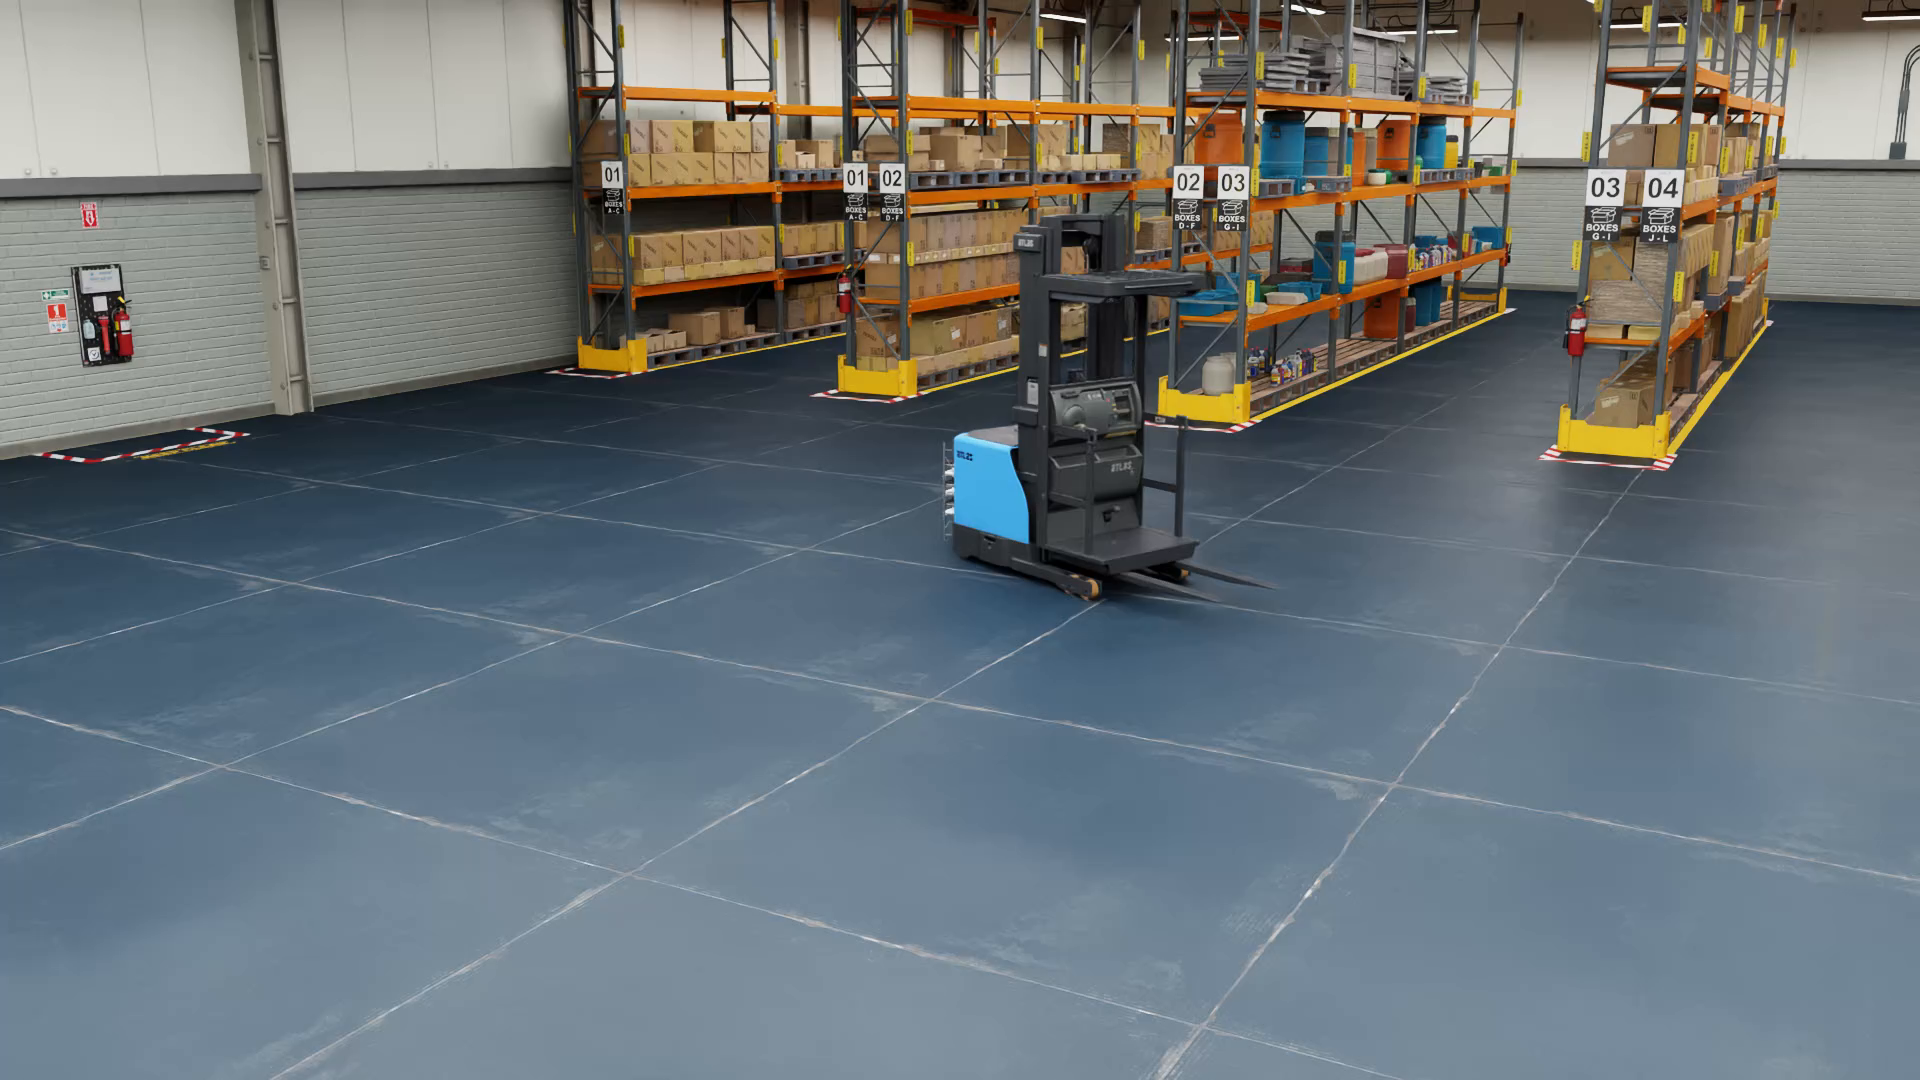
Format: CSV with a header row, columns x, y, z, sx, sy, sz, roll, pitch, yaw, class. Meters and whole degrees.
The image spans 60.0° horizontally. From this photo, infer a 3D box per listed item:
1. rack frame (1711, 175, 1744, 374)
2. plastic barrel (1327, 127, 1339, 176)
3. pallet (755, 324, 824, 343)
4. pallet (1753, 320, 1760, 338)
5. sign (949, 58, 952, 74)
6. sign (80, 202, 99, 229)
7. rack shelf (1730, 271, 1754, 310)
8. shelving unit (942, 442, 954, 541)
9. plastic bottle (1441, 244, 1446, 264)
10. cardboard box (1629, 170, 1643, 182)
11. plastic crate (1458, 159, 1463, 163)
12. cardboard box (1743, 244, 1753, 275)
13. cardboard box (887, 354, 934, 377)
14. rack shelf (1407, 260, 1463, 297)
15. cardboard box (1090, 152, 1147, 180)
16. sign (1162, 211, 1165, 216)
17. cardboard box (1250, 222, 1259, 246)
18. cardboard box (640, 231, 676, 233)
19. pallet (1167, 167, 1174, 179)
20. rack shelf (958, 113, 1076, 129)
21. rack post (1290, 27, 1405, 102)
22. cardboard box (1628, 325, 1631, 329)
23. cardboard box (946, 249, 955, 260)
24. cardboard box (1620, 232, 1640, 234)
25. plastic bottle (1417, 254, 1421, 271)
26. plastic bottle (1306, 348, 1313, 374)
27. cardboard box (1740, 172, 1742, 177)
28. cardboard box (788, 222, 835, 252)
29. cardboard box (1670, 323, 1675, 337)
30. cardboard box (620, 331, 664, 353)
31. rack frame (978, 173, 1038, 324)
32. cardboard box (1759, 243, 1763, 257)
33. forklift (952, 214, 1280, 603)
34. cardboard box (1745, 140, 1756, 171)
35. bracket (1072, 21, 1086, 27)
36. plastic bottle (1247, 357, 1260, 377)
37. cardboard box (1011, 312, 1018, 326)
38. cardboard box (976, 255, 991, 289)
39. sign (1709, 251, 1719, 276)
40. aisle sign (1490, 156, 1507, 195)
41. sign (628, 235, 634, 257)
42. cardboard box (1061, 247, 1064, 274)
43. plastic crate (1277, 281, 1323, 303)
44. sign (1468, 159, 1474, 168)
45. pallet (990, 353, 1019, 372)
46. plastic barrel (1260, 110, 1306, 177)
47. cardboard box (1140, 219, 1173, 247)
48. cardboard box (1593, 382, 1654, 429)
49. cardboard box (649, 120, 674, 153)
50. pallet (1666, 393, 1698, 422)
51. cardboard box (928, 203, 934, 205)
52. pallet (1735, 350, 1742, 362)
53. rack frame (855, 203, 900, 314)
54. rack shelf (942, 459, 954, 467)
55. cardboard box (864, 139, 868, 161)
x,y,z,sx,sy,sz,roll,pitch,yaw,class
11.367,-4.098,25.630,1.000,3.000,0.127,7,15,28,rack frame
5.469,-5.803,25.235,0.600,0.901,0.600,0,14,0,plastic barrel
-3.200,-3.765,30.200,1.003,0.211,1.213,7,15,28,pallet
14.325,-3.961,31.013,1.003,0.211,1.213,7,15,28,pallet
-0.182,-10.117,35.468,0.100,0.325,0.005,7,15,28,sign
-10.147,-3.784,19.385,0.001,0.298,0.199,7,15,28,sign
12.334,-4.158,27.416,1.077,0.370,4.000,7,15,28,rack shelf
0.004,-0.439,14.935,0.258,0.900,0.210,7,15,28,shelving unit
8.807,-5.230,30.431,0.144,0.351,0.185,7,15,28,plastic bottle
7.589,-4.168,18.990,0.380,0.149,0.250,7,15,26,cardboard box
9.919,-7.446,33.250,0.504,0.338,0.767,7,15,28,plastic crate
13.068,-4.739,28.078,0.500,0.500,0.500,8,16,30,cardboard box
-0.717,-2.532,24.105,0.500,0.250,0.500,7,15,28,cardboard box
7.998,-4.719,29.744,1.077,0.370,4.000,7,15,28,rack shelf
2.878,-6.821,30.312,0.910,0.500,0.500,7,15,28,cardboard box
4.152,-6.522,33.840,0.100,0.325,0.005,7,15,28,sign
6.092,-6.579,35.711,0.500,0.500,0.500,8,15,28,cardboard box
-4.969,-4.771,27.100,0.500,0.500,0.500,7,15,27,cardboard box
3.755,-7.069,31.957,1.213,0.211,1.003,7,15,28,pallet
1.259,-9.384,37.148,1.077,0.370,4.000,7,15,28,rack shelf
5.974,-7.265,25.543,1.013,1.000,3.121,7,15,28,rack post
7.788,-2.574,19.846,0.380,0.149,0.250,7,15,28,cardboard box
-0.295,-4.211,24.505,0.380,0.149,0.250,7,15,26,cardboard box
7.786,-3.380,19.670,0.500,0.500,0.500,7,15,28,cardboard box
7.963,-4.819,28.870,0.061,0.283,0.133,7,15,28,plastic bottle
5.038,-2.599,24.129,0.144,0.351,0.185,7,15,27,plastic bottle
11.352,-5.358,24.776,0.500,0.250,0.500,7,15,28,cardboard box
-2.732,-5.576,30.610,0.700,0.500,0.500,10,17,36,cardboard box
8.117,-2.464,19.391,0.380,0.149,0.250,7,15,28,cardboard box
-5.096,-3.178,26.615,0.500,0.311,0.500,6,15,22,cardboard box
0.763,-4.400,26.885,1.000,3.000,0.127,7,15,28,rack frame
14.247,-5.265,30.158,0.500,0.250,0.500,8,16,29,cardboard box
1.235,-1.082,13.268,1.130,2.935,3.031,-10,17,-37,forklift
13.029,-6.509,28.123,0.700,0.500,0.500,8,16,29,cardboard box
2.884,-12.615,40.481,0.235,0.232,0.430,7,15,28,bracket
4.189,-2.472,23.759,0.152,0.276,0.135,7,15,28,plastic bottle
0.708,-3.656,27.571,0.500,0.311,0.500,7,15,28,cardboard box
0.059,-4.145,25.615,0.700,0.500,0.500,8,16,29,cardboard box
9.912,-3.638,21.876,0.100,0.325,0.005,7,15,28,sign
11.190,-7.545,34.385,0.394,0.787,0.004,7,15,28,aisle sign
-5.034,-4.499,25.449,0.100,0.325,0.005,7,15,28,sign
1.403,-4.712,27.967,0.500,0.500,0.500,9,16,32,cardboard box
4.800,-3.508,23.502,0.499,0.251,0.616,7,15,28,plastic crate
9.445,-6.879,30.749,0.100,0.325,0.005,7,15,28,sign
0.342,-2.886,26.554,1.003,0.211,1.213,7,15,28,pallet
4.522,-5.552,23.297,0.600,0.901,0.708,7,15,28,plastic barrel
3.830,-5.925,32.099,0.700,0.500,0.500,3,14,14,cardboard box
7.816,-1.571,19.589,0.500,0.500,0.500,11,17,38,cardboard box
-4.823,-6.291,25.939,0.500,0.500,0.500,7,15,27,cardboard box
9.139,-1.780,21.965,1.003,0.211,1.213,7,15,28,pallet
-0.643,-6.893,34.734,0.500,0.250,0.500,7,15,26,cardboard box
12.405,-3.145,27.626,1.003,0.211,1.213,7,15,28,pallet
-1.642,-5.781,32.613,1.000,3.000,0.127,7,15,28,rack frame
0.004,-0.669,14.880,0.258,0.077,0.200,7,15,28,rack shelf
-1.462,-7.606,32.631,0.700,0.500,0.500,6,15,24,cardboard box
